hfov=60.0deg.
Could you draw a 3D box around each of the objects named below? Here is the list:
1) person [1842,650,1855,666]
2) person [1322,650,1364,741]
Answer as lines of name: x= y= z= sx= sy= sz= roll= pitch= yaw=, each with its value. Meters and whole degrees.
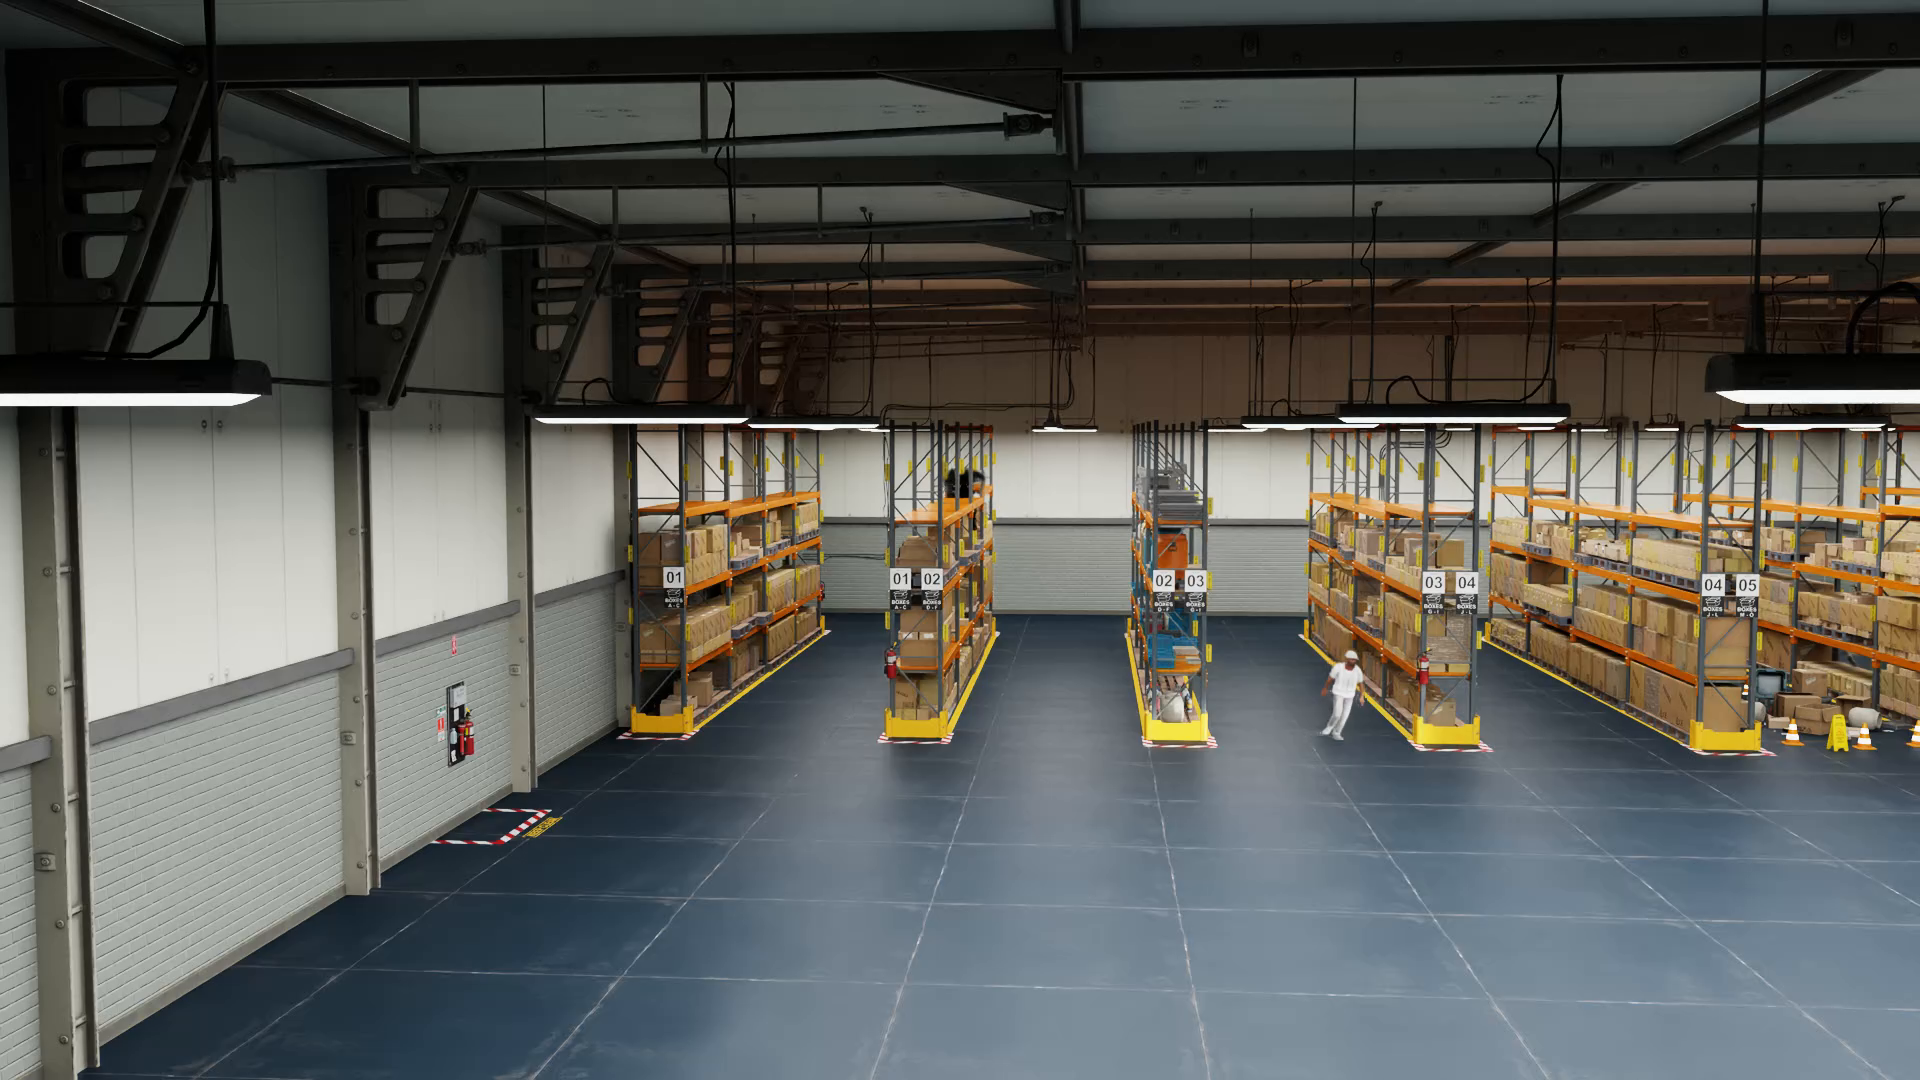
person: x=21.383 y=2.291 z=40.319 sx=0.654 sy=1.750 sz=0.905 roll=0 pitch=4 yaw=2
person: x=7.164 y=2.901 z=31.052 sx=0.706 sy=1.720 sz=0.626 roll=-1 pitch=4 yaw=-10
